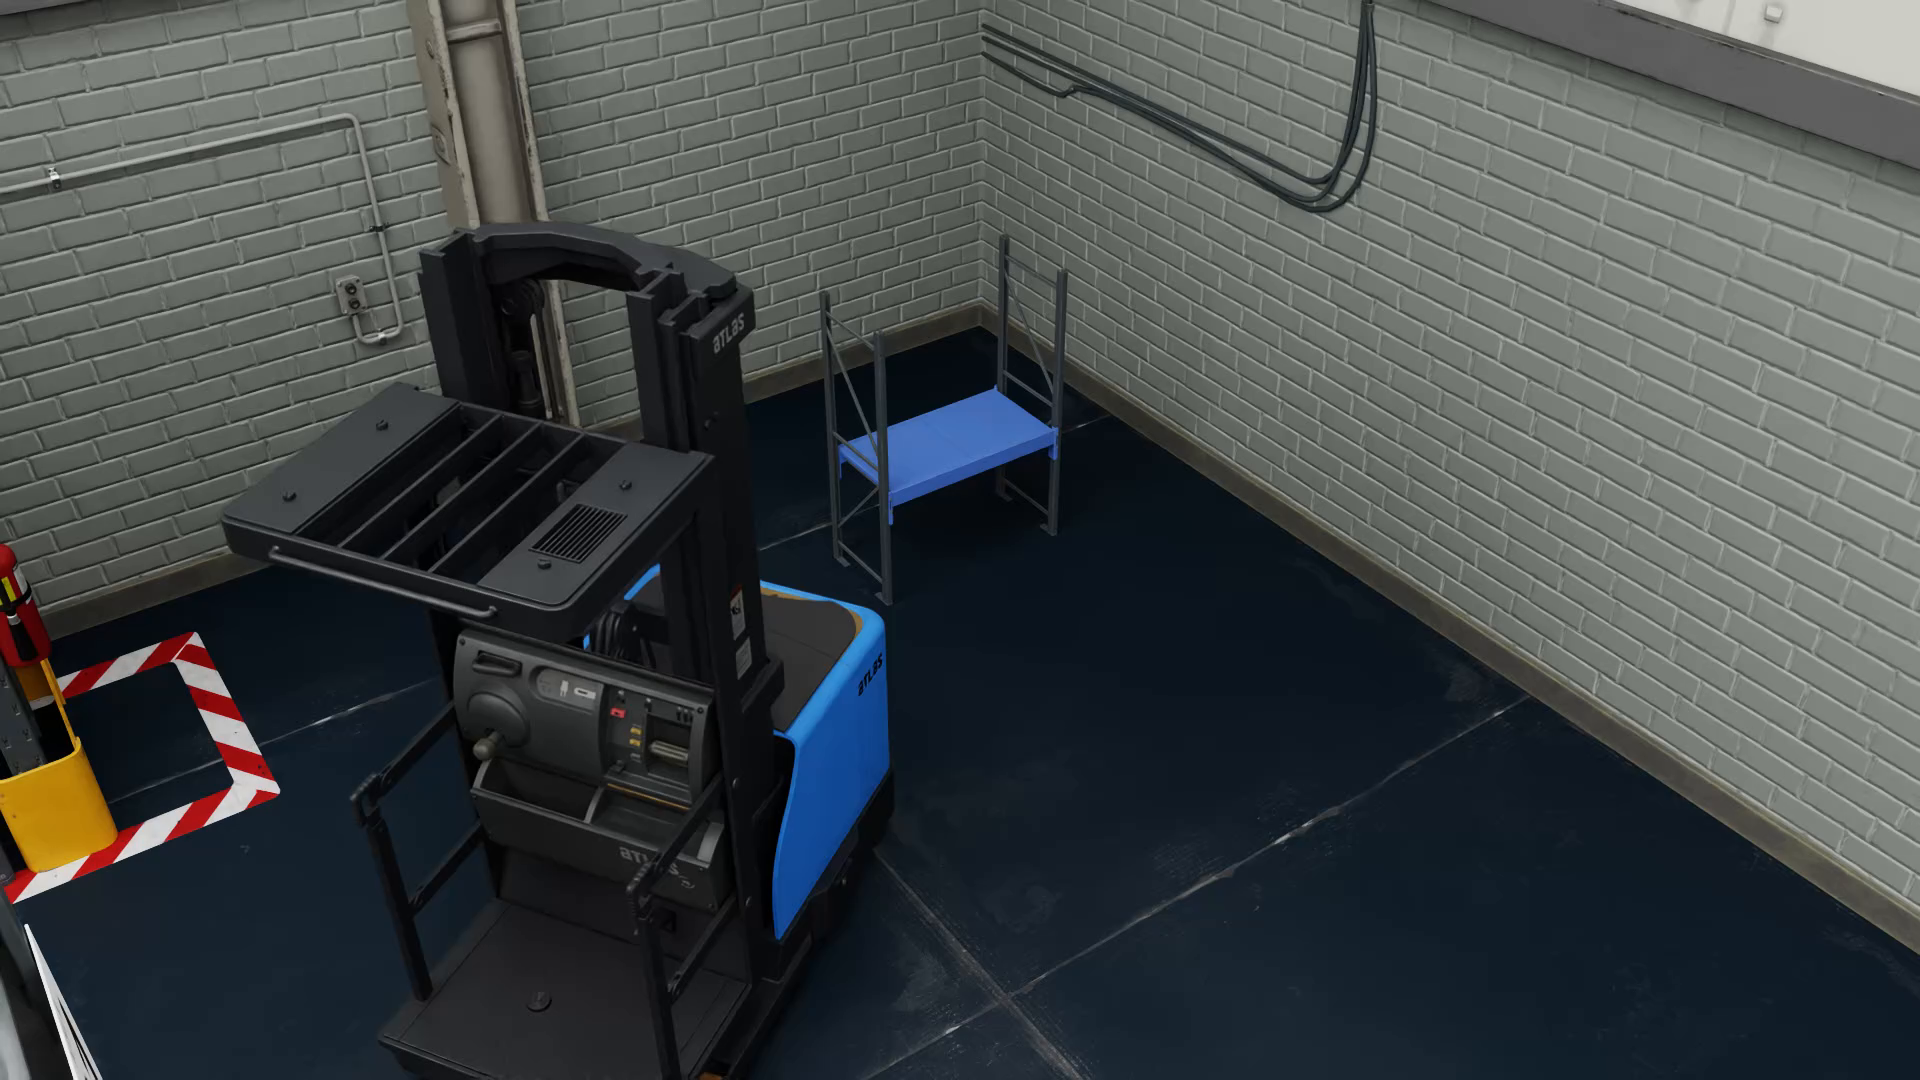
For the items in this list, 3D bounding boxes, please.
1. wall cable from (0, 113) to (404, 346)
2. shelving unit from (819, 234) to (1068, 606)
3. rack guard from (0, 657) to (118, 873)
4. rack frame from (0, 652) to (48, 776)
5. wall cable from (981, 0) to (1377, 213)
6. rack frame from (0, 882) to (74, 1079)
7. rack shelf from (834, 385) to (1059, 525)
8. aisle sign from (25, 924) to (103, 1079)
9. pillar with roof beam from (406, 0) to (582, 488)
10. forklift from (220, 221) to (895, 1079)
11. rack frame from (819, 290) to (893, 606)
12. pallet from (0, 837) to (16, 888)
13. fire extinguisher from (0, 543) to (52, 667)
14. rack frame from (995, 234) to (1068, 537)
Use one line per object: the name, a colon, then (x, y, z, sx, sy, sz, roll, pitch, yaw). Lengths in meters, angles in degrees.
wall cable: (-3.443, -1.484, 7.188, 1.851, 1.984, 0.084, -22, 41, -28)
shelving unit: (-0.070, -0.580, 8.086, 1.048, 1.500, 0.538, -22, 41, -28)
rack guard: (-3.925, 0.817, 6.999, 0.348, 0.500, 1.175, -22, 41, -28)
rack frame: (-3.945, -0.189, 6.258, 0.127, 3.000, 1.000, -22, 41, -28)
wall cable: (0.884, -3.096, 7.821, 0.112, 2.526, 3.097, -22, 41, -28)
rack frame: (-1.088, -0.262, 1.221, 0.127, 3.000, 1.000, -22, 41, -28)
rack shelf: (-0.070, -0.434, 8.191, 1.000, 0.185, 0.538, -22, 41, -28)
aisle sign: (-1.201, 0.955, 2.440, 0.004, 0.787, 0.394, -22, 41, -28)
pillar with roof beam: (0.244, -1.891, 3.486, 0.400, 9.000, 9.100, -22, 41, -28)
forklift: (-1.298, 0.643, 5.159, 1.130, 2.935, 3.031, 13, 38, 18)
rack frame: (-0.485, -0.409, 7.848, 0.032, 1.500, 0.500, -22, 41, -28)
pallet: (-4.553, 1.249, 6.646, 1.213, 0.211, 1.003, -22, 41, -28)
fire extinguisher: (-3.556, 0.163, 6.154, 0.183, 0.674, 0.296, -22, 41, -28)
rack frame: (0.346, -0.751, 8.323, 0.032, 1.500, 0.500, -22, 41, -28)
